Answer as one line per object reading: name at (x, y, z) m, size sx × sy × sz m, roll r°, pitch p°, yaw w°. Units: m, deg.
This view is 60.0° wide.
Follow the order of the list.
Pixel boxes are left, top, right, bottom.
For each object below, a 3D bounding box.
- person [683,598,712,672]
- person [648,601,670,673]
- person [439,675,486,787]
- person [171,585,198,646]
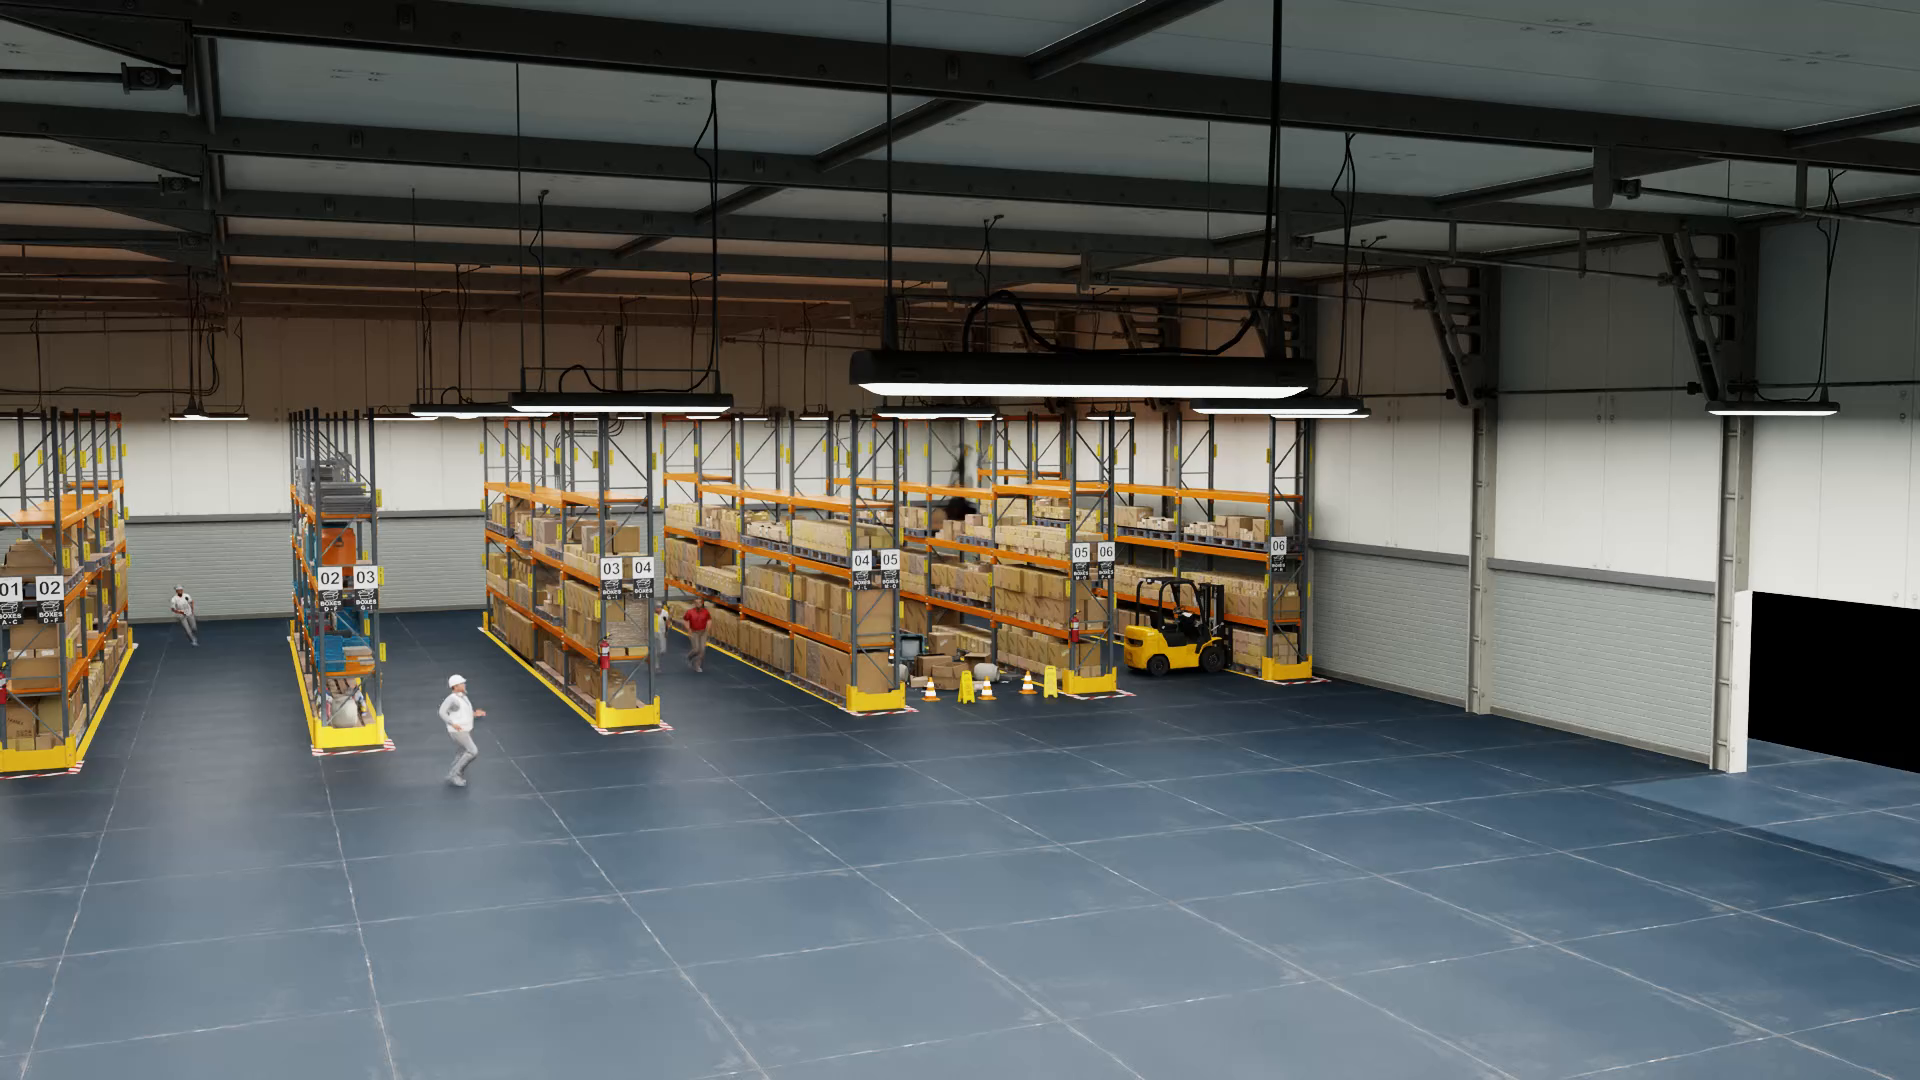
person at (-6.030, 2.194, 38.406) m, size 0.649 × 1.697 × 0.629 m, roll -2°, pitch 5°, yaw -28°
person at (-6.932, 2.216, 38.158) m, size 0.654 × 1.700 × 0.719 m, roll -2°, pitch 4°, yaw -22°
person at (-7.830, 3.009, 26.241) m, size 0.635 × 1.758 × 0.644 m, roll 0°, pitch 4°, yaw 0°
person at (-19.858, 1.932, 42.611) m, size 0.647 × 1.610 × 0.550 m, roll -3°, pitch 5°, yaw -38°
